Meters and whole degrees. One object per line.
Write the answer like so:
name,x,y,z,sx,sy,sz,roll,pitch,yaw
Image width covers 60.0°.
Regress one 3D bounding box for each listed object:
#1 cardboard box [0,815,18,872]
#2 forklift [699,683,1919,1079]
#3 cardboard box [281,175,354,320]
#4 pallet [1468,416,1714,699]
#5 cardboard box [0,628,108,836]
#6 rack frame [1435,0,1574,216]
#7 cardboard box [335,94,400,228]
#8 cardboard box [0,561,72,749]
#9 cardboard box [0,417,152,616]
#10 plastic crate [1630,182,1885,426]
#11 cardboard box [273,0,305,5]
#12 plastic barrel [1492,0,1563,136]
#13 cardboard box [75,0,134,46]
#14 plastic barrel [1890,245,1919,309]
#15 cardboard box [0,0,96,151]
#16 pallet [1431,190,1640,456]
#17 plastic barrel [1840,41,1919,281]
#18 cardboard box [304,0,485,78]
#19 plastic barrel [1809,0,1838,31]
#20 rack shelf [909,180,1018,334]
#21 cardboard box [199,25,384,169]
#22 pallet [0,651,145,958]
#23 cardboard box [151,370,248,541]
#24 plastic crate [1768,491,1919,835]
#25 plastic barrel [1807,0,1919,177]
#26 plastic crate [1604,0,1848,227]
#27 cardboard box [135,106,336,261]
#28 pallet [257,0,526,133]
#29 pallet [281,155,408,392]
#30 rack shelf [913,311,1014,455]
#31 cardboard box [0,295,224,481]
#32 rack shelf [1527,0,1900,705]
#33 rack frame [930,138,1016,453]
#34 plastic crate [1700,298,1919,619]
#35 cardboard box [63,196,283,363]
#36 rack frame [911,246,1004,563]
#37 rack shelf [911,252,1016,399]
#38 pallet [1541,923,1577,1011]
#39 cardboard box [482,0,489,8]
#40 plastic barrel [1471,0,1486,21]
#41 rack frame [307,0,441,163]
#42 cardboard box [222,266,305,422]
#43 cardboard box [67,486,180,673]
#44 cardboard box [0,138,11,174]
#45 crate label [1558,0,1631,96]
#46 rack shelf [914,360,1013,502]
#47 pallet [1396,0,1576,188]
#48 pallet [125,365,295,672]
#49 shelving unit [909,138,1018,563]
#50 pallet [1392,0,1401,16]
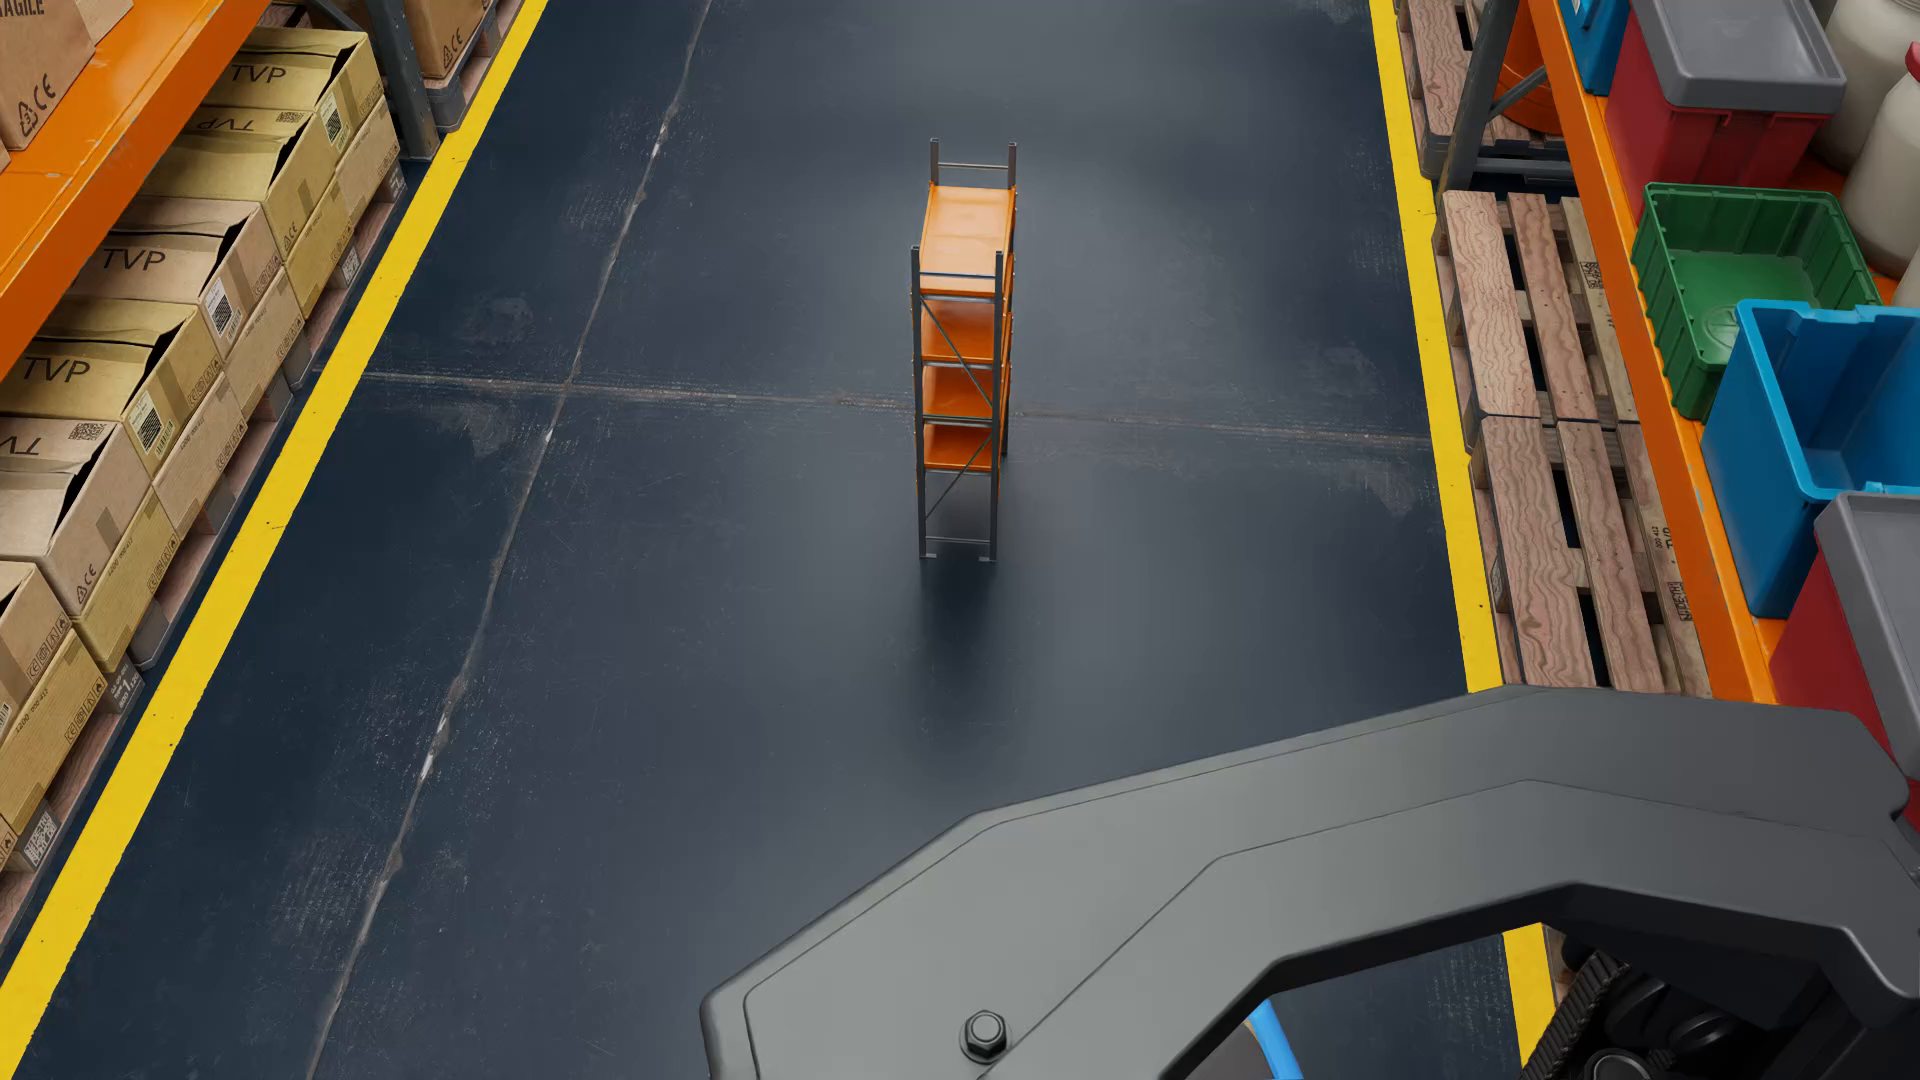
cardboard box,-2.677,0.851,4.017,0.500,0.250,0.500,3,48,3
forklift,0.456,1.641,1.762,1.130,2.935,3.031,-12,49,-11
cardboard box,-2.444,-1.026,5.735,0.500,0.250,0.500,3,48,3
pallet,2.114,0.143,4.976,1.003,0.211,1.213,4,48,4
cardboard box,-2.629,0.476,4.361,0.500,0.250,0.500,5,48,5
rack frame,2.337,-2.259,5.283,1.000,3.000,0.127,4,48,4
cardboard box,-2.401,-1.405,6.081,0.500,0.250,0.500,5,48,4
cardboard box,-2.624,0.287,4.153,0.500,0.311,0.500,3,48,3
cardboard box,-2.578,-0.093,4.501,0.500,0.311,0.500,2,48,2
plastic crate,1.850,-0.546,3.861,0.450,0.188,0.662,4,48,4
cardboard box,-2.744,-2.602,6.993,0.500,0.500,0.500,6,48,5
plastic barrel,2.364,-2.029,6.259,0.600,0.830,0.708,4,48,4
cardboard box,-2.656,-1.569,4.822,0.380,0.149,0.250,7,48,6
plastic barrel,2.345,-0.593,3.667,0.433,0.535,0.433,0,48,0
cardboard box,-2.732,-1.394,4.425,0.500,0.500,0.500,2,48,1
pallet,2.227,-0.751,5.794,1.003,0.211,1.213,4,48,4
plastic barrel,2.384,-0.910,3.958,0.433,0.535,0.433,0,48,0
cardboard box,-2.270,-2.215,6.639,0.500,0.500,0.500,6,48,5
plastic barrel,2.456,-1.526,4.537,0.421,0.512,0.421,0,48,0
rack shelf,0.015,-0.792,4.629,0.258,0.148,0.480,4,48,4
cardboard box,-2.398,-1.596,5.876,0.500,0.311,0.500,5,48,5
pallet,-2.932,0.742,4.428,1.003,0.211,1.213,4,48,4
cardboard box,-2.537,-0.279,5.051,0.500,0.250,0.500,5,48,4
plastic crate,1.712,0.283,2.915,0.402,0.464,0.583,4,48,4
plastic barrel,2.417,-1.216,4.254,0.421,0.512,0.421,0,48,0
plastic crate,1.885,-1.113,4.192,0.402,0.464,0.583,4,48,4
cardboard box,-2.439,-1.214,5.526,0.500,0.311,0.500,3,48,3
pallet,-2.490,-2.199,7.119,1.003,0.211,1.213,4,48,4
pallet,-2.710,-1.051,6.068,1.003,0.211,1.213,4,48,4
rack shelf,0.015,-0.481,4.968,0.258,0.148,0.480,4,48,4
cardboard box,-2.536,-0.475,4.850,0.500,0.311,0.500,5,48,5
rack shelf,2.154,-0.546,4.204,1.077,0.370,4.000,4,48,4
rack frame,0.037,-0.706,5.083,0.240,1.200,0.015,4,48,4
plastic crate,1.763,-0.145,3.361,0.392,0.384,0.575,4,48,4
cardboard box,-2.488,-0.843,5.187,0.500,0.311,0.500,4,48,3
rack frame,-0.007,-0.347,4.755,0.240,1.200,0.015,4,48,4
rack shelf,0.015,-0.632,4.803,0.258,0.148,0.480,4,48,4
pallet,2.005,1.042,4.154,1.003,0.211,1.213,4,48,4
cardboard box,-2.228,-2.600,6.991,0.500,0.500,0.500,2,48,2
plastic barrel,2.327,-2.342,6.761,0.421,0.512,0.421,0,48,0
rack frame,-2.596,-2.594,5.590,1.000,3.000,0.127,4,48,4
cardboard box,-2.493,-0.657,5.397,0.500,0.250,0.500,5,48,4
cardboard box,-2.584,0.095,4.709,0.500,0.250,0.500,3,48,2
cardboard box,-2.780,-1.007,4.071,0.500,0.500,0.500,4,48,4
crate label,1.977,-1.559,4.619,0.502,0.435,0.616,4,48,4
rack shelf,0.015,-0.347,5.115,0.258,0.148,0.480,4,48,4
pallet,2.367,-1.900,6.844,1.003,0.211,1.213,4,48,4
pallet,-2.823,-0.157,5.251,1.003,0.211,1.213,4,48,4
shelving unit,0.015,-0.527,4.919,0.258,1.200,0.503,4,48,4
pallet,2.481,-2.794,7.662,1.003,0.211,1.213,4,48,4
